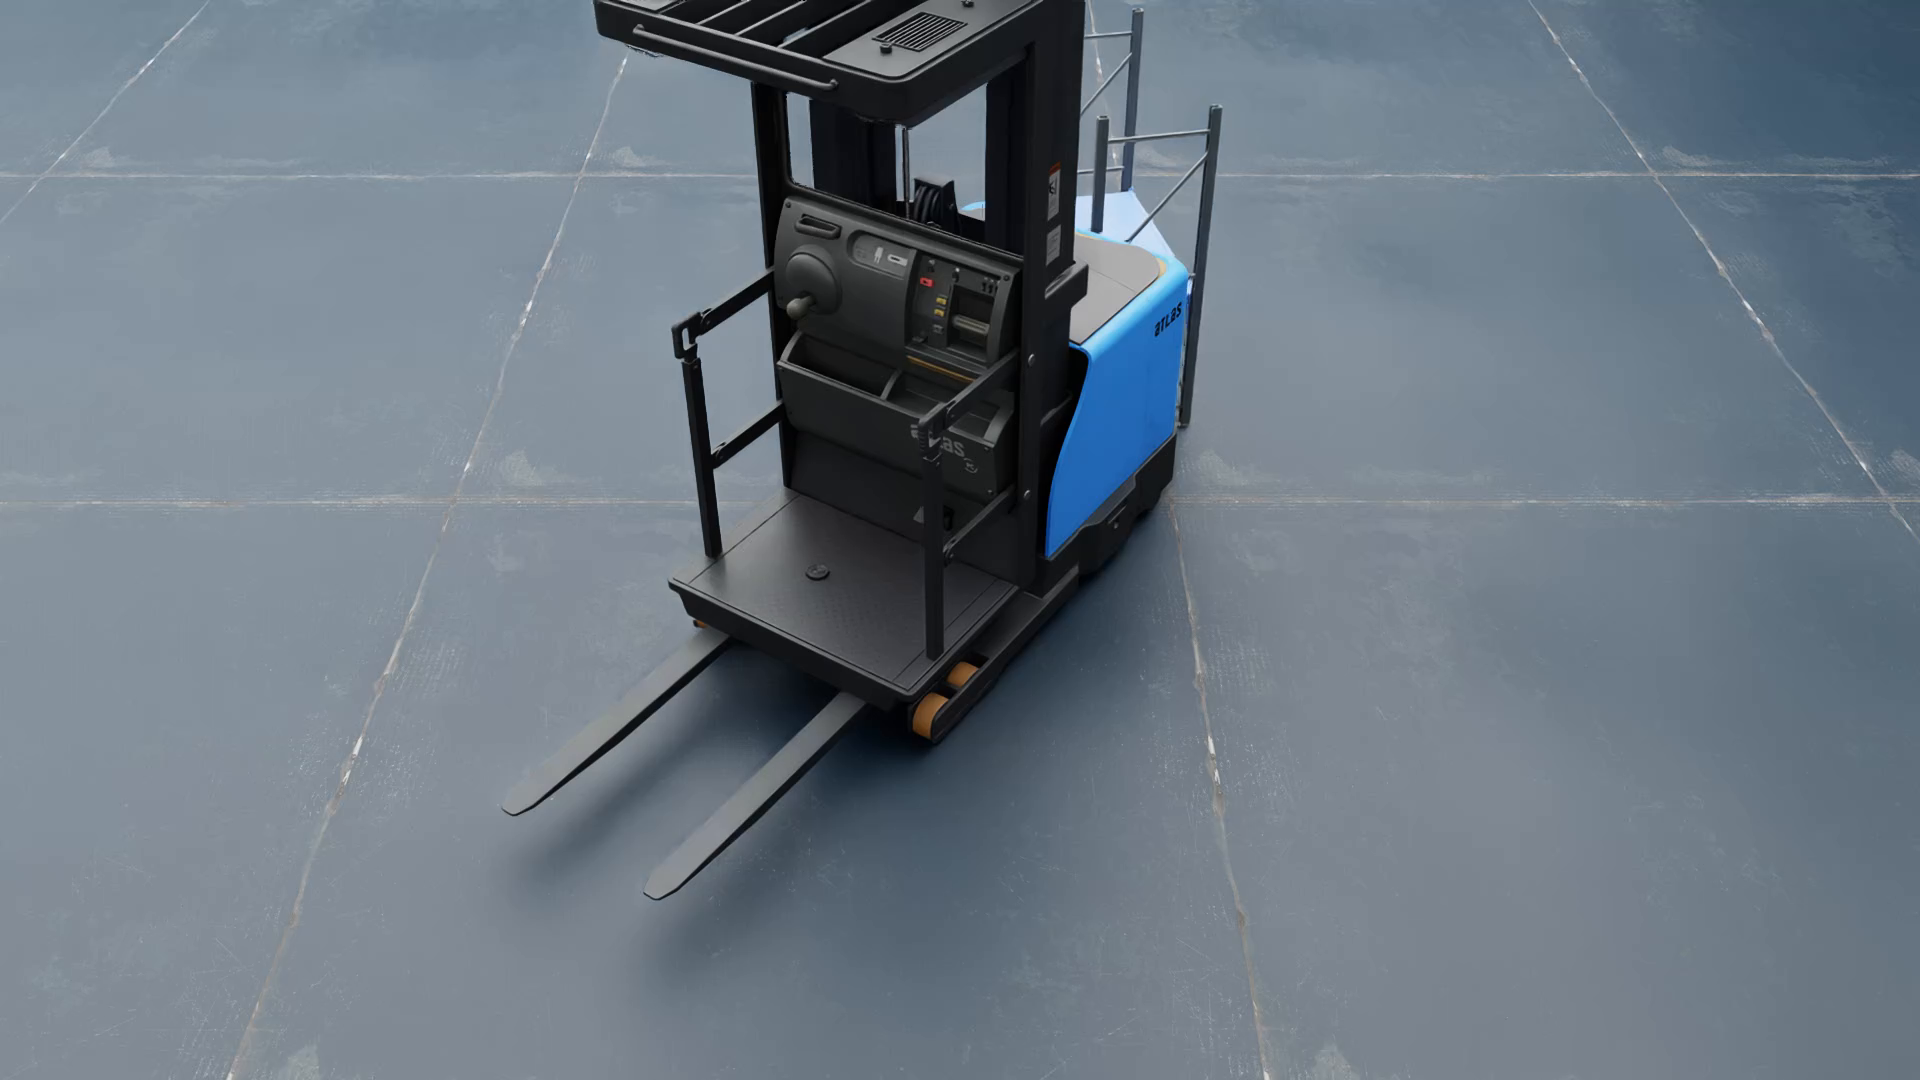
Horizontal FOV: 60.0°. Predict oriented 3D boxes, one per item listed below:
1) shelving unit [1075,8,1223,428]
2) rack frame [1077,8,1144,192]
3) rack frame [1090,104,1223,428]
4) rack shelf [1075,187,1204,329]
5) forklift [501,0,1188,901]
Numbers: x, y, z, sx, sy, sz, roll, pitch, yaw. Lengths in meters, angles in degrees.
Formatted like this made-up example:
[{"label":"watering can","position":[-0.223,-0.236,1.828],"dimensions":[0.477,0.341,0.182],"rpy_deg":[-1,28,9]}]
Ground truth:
[{"label":"shelving unit","position":[0.661,-1.377,7.269],"dimensions":[0.538,1.500,1.048],"rpy_deg":[-8,39,-10]},{"label":"rack frame","position":[0.552,-1.687,7.656],"dimensions":[0.500,1.500,0.032],"rpy_deg":[-8,39,-10]},{"label":"rack frame","position":[0.771,-1.066,6.881],"dimensions":[0.500,1.500,0.032],"rpy_deg":[-8,39,-10]},{"label":"rack shelf","position":[0.661,-1.236,7.381],"dimensions":[0.538,0.185,1.000],"rpy_deg":[-8,39,-10]},{"label":"forklift","position":[-0.348,-0.780,5.379],"dimensions":[1.130,2.935,3.031],"rpy_deg":[23,44,26]}]
